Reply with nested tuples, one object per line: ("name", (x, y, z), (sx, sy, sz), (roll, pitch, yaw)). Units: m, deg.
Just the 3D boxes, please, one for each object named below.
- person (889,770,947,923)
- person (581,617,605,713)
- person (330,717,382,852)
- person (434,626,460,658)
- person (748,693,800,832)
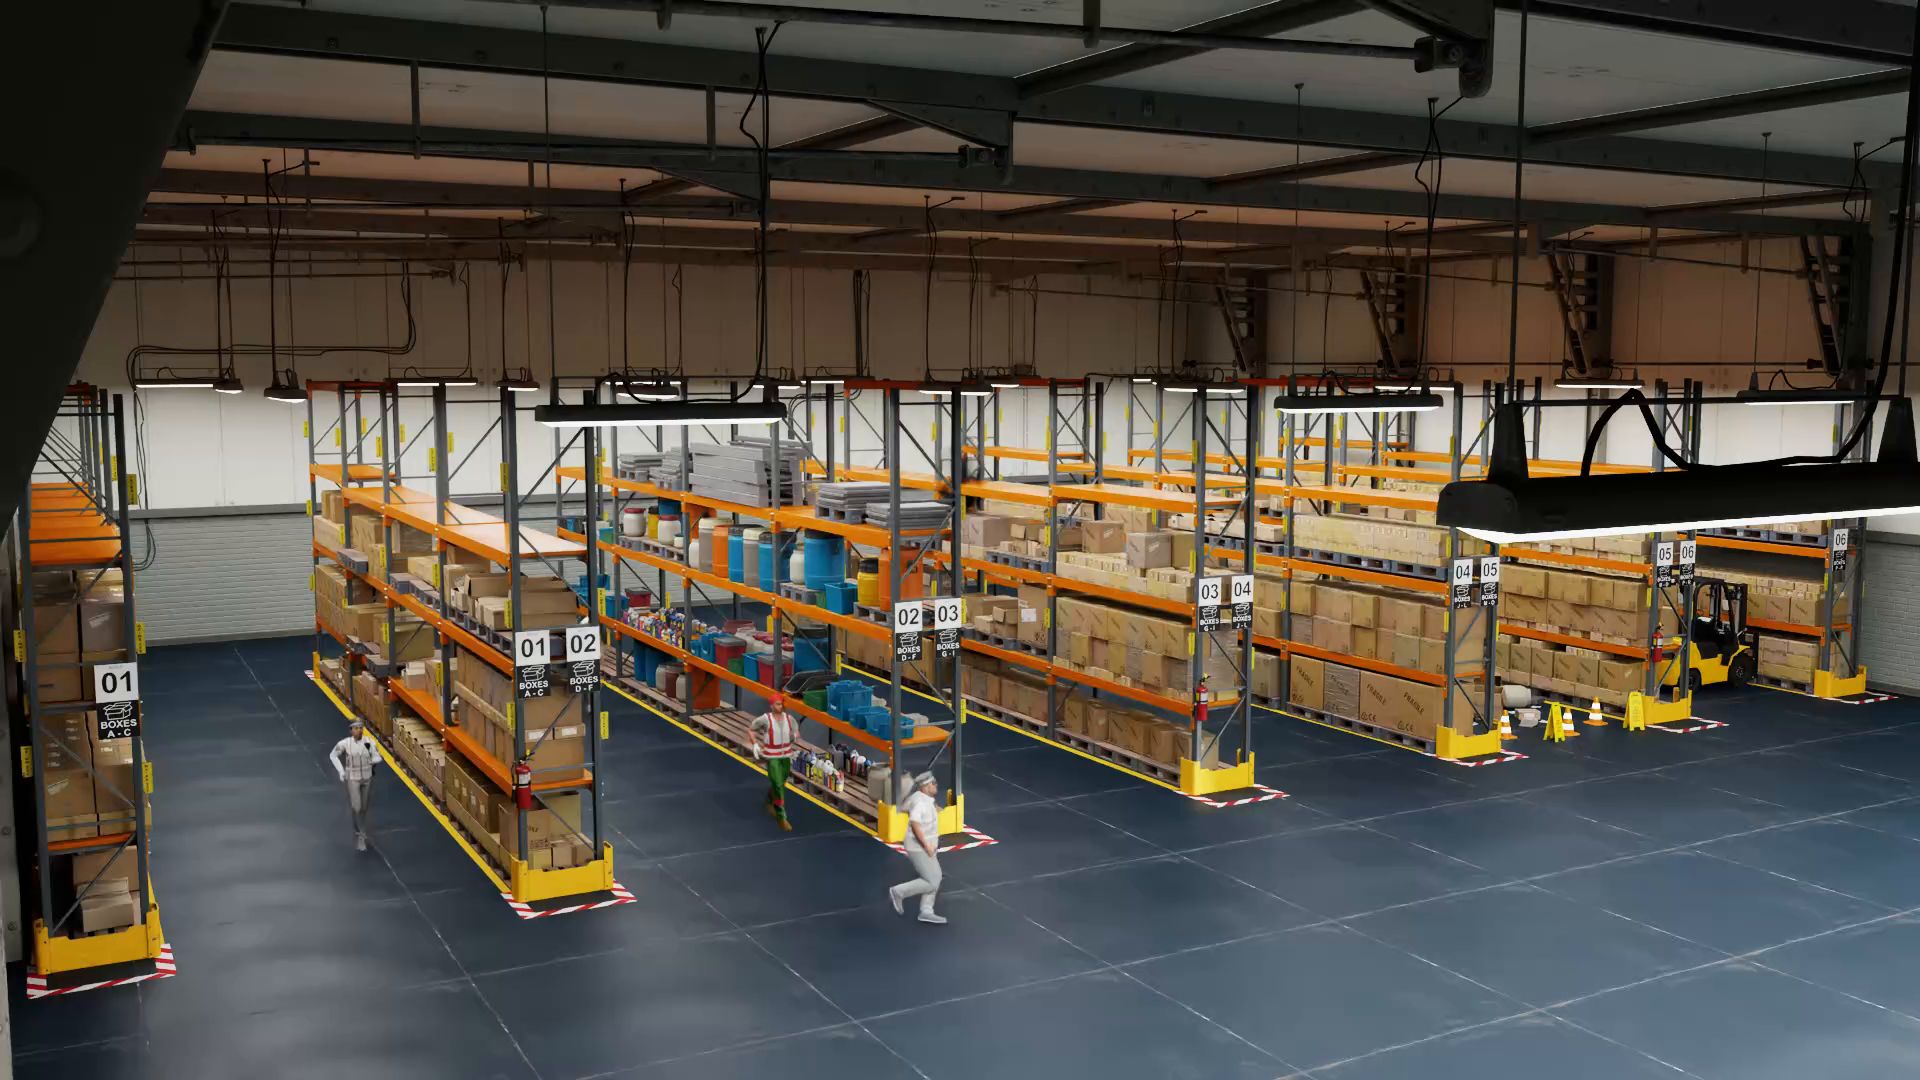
("person", (-0.485, 3.475, 18.852), (0.656, 1.754, 0.684), (-1, 6, -6))
("person", (-6.727, 2.266, 30.179), (0.656, 1.722, 0.603), (-3, 7, -27))
("person", (-7.891, 3.169, 21.821), (0.597, 1.744, 0.701), (-5, 8, -37))
("person", (-10.350, 1.894, 33.700), (0.725, 1.791, 0.741), (-5, 8, -39))
("person", (-2.503, 2.998, 22.794), (0.655, 1.817, 0.892), (-5, 8, -37))
